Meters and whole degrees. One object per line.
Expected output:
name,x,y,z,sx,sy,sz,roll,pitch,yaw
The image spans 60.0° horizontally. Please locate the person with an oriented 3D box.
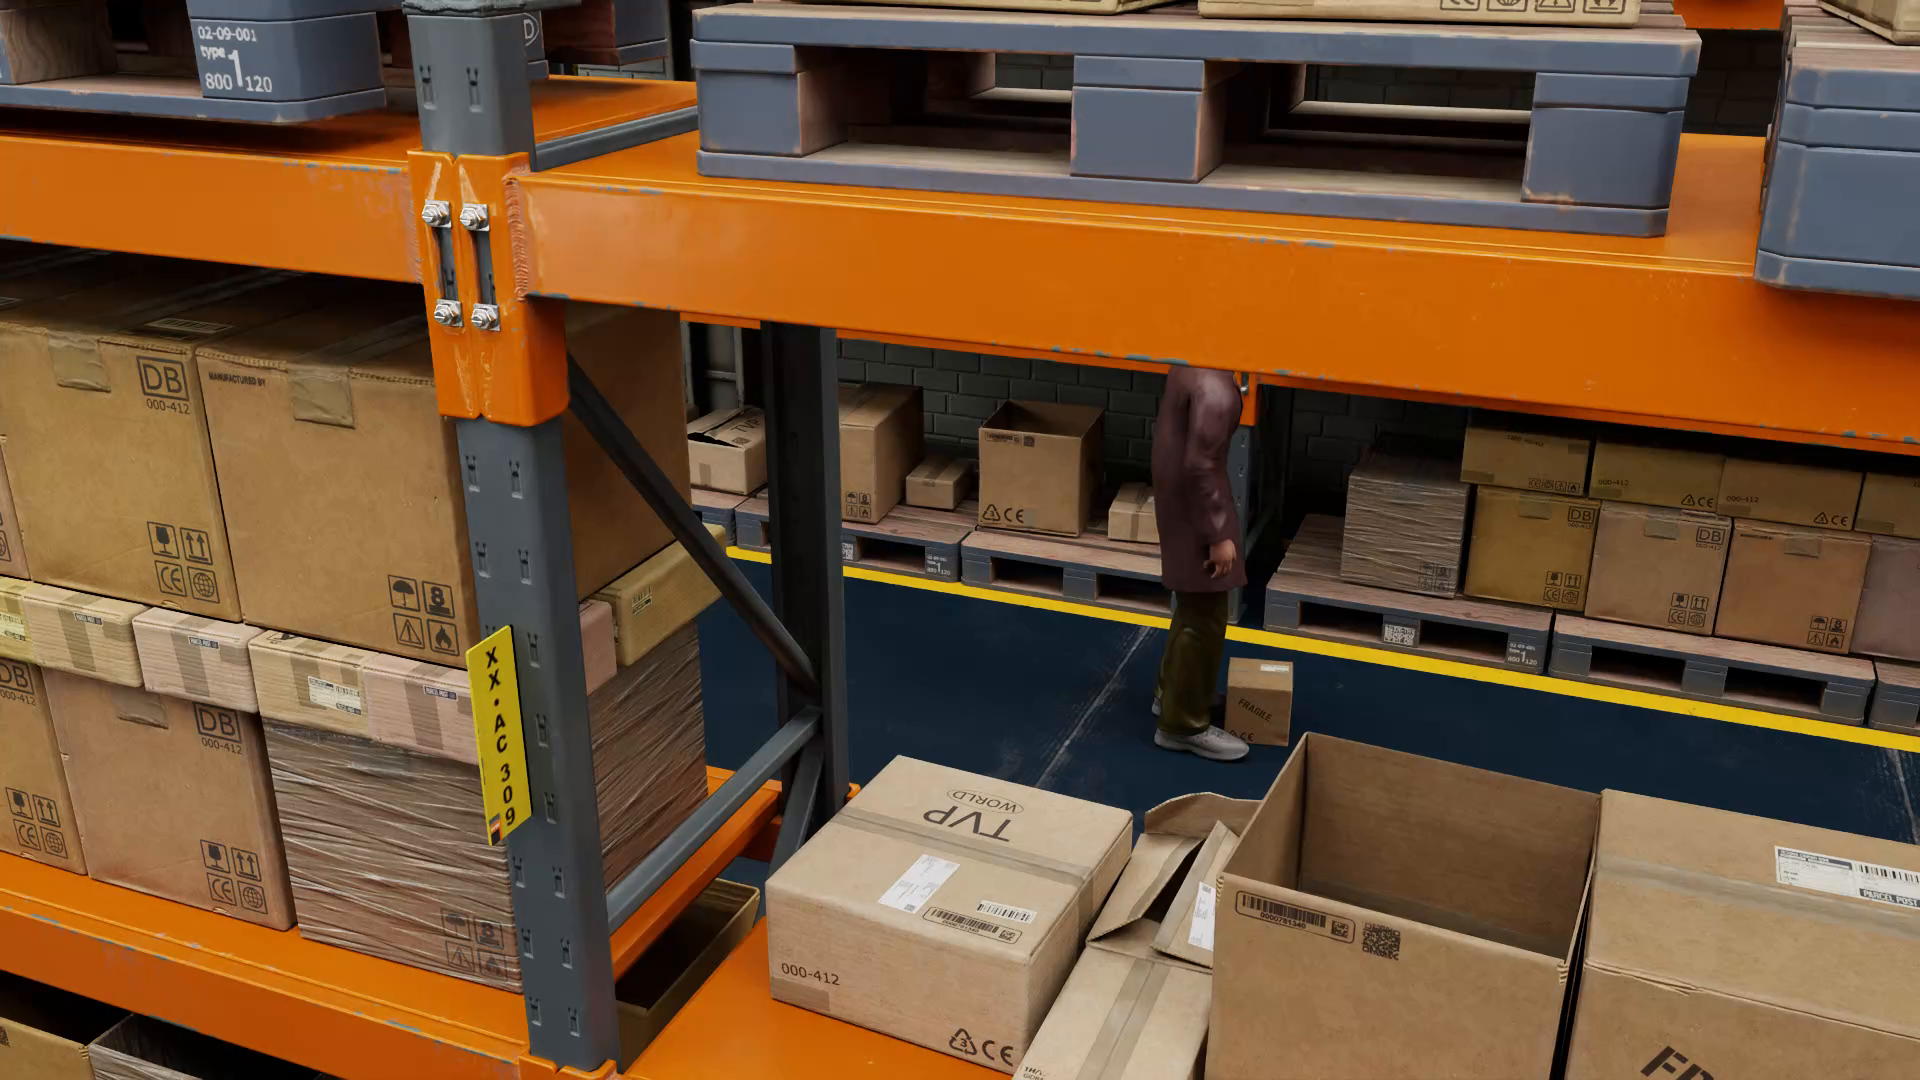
person,0.940,-0.083,6.314,0.402,1.773,0.642,2,22,4
